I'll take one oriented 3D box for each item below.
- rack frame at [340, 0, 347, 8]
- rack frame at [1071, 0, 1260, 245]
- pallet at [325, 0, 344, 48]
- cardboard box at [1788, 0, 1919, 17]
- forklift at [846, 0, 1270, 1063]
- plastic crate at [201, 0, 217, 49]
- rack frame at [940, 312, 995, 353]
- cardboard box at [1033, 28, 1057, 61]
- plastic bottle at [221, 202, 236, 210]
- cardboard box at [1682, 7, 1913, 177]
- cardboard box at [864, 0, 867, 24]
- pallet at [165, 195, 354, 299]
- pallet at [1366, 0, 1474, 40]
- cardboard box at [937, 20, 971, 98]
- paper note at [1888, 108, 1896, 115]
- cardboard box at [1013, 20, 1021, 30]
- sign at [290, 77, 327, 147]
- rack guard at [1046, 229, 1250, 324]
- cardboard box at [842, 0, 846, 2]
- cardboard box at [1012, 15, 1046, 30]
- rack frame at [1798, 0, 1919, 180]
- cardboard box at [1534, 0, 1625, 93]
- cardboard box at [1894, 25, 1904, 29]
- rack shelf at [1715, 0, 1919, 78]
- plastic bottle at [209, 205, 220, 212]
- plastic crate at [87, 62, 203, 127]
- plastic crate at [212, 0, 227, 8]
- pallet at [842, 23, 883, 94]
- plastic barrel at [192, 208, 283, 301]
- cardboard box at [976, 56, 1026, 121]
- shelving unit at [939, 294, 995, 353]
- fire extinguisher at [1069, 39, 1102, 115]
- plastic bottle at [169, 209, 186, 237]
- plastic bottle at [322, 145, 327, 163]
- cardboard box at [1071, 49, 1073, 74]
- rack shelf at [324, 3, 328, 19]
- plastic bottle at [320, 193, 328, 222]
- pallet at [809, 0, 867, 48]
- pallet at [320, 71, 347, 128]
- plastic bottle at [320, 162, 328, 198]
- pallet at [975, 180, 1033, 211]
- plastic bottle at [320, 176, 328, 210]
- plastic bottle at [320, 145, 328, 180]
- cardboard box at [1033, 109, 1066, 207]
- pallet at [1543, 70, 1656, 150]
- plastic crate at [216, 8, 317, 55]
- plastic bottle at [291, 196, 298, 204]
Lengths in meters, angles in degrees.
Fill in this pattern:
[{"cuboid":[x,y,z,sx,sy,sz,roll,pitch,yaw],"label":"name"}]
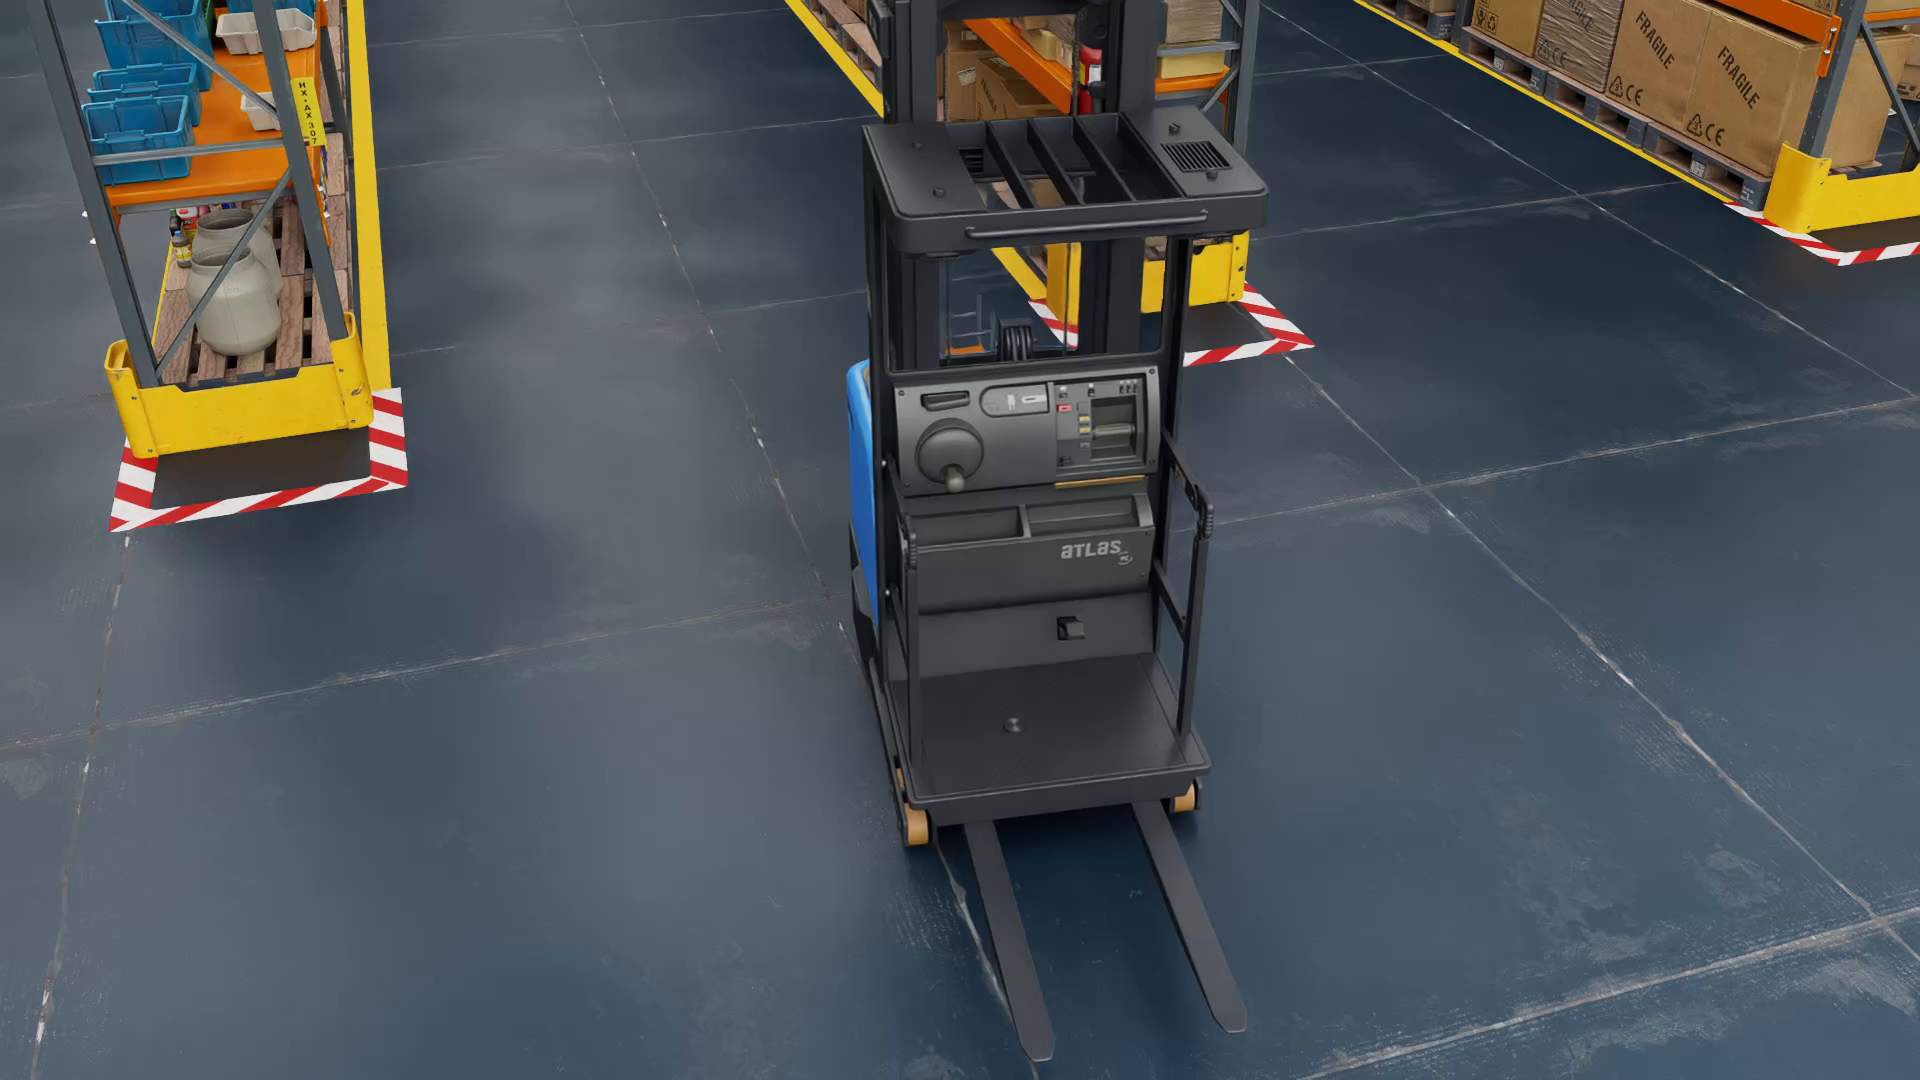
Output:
[{"cuboid":[-6.031,-6.009,14.123,1.000,3.000,0.127,-10,35,-15],"label":"rack frame"},{"cuboid":[1.126,-2.642,9.027,1.000,3.000,0.127,-10,35,-15],"label":"rack frame"},{"cuboid":[-5.832,-4.432,14.266,1.003,0.211,1.213,-10,35,-15],"label":"pallet"},{"cuboid":[5.724,-3.672,10.451,0.875,0.550,0.550,-10,35,-15],"label":"cardboard box"},{"cuboid":[0.279,-0.328,5.587,1.130,2.935,3.031,-6,34,-8],"label":"forklift"},{"cuboid":[-4.666,-3.060,9.853,0.450,0.188,0.662,-10,35,-15],"label":"plastic crate"},{"cuboid":[0.032,-0.445,7.335,0.240,1.200,0.006,-10,35,-15],"label":"rack frame"},{"cuboid":[0.642,-2.906,9.654,0.380,0.149,0.250,-10,35,-15],"label":"cardboard box"},{"cuboid":[-4.639,-2.178,10.397,0.152,0.276,0.135,-10,35,-15],"label":"plastic bottle"},{"cuboid":[5.611,-3.056,11.201,0.875,0.875,0.875,-10,35,-14],"label":"cardboard box"},{"cuboid":[-0.388,-4.462,13.650,0.700,0.500,0.500,-10,35,-15],"label":"cardboard box"},{"cuboid":[-4.270,-1.744,10.198,1.003,0.211,1.213,-10,35,-15],"label":"pallet"},{"cuboid":[4.353,-4.752,14.750,1.003,0.211,1.213,-10,35,-15],"label":"pallet"},{"cuboid":[-0.010,-3.657,12.450,0.500,0.500,0.500,-11,35,-16],"label":"cardboard box"},{"cuboid":[7.032,-3.270,12.673,0.144,0.017,0.142,1,33,2],"label":"paper note"},{"cuboid":[0.543,-3.178,10.066,0.380,0.149,0.250,-10,35,-15],"label":"cardboard box"},{"cuboid":[-3.065,-2.014,7.827,0.100,0.325,0.005,-10,35,-15],"label":"sign"},{"cuboid":[1.103,-1.639,9.776,1.175,0.500,0.348,-10,35,-15],"label":"rack guard"},{"cuboid":[-0.730,-5.049,14.538,0.700,0.500,0.500,-7,34,-11],"label":"cardboard box"},{"cuboid":[0.718,-3.343,9.728,0.875,0.500,0.500,-10,35,-15],"label":"cardboard box"},{"cuboid":[5.881,-3.423,10.209,1.000,3.000,0.127,-10,35,-15],"label":"rack frame"},{"cuboid":[5.064,-3.997,12.624,0.875,0.875,0.875,-10,35,-14],"label":"cardboard box"},{"cuboid":[7.324,-4.309,13.692,0.797,0.637,0.503,-10,35,-15],"label":"cardboard box"},{"cuboid":[5.271,-4.173,11.996,1.077,0.370,4.000,-10,35,-15],"label":"rack shelf"},{"cuboid":[-4.548,-1.956,10.128,0.097,0.201,0.097,0,33,0],"label":"plastic bottle"},{"cuboid":[-4.221,-2.301,8.646,0.499,0.251,0.408,-10,35,-15],"label":"plastic crate"},{"cuboid":[-4.772,-3.587,10.513,0.767,0.338,0.504,-10,35,-15],"label":"plastic crate"},{"cuboid":[-0.333,-3.987,13.592,1.003,0.211,1.213,-10,35,-15],"label":"pallet"},{"cuboid":[-4.017,-1.542,9.238,0.421,0.512,0.421,0,33,0],"label":"plastic barrel"},{"cuboid":[0.436,-3.045,11.524,0.500,0.500,0.500,-13,36,-19],"label":"cardboard box"},{"cuboid":[0.004,-0.493,7.408,0.258,1.200,0.189,-10,35,-15],"label":"shelving unit"},{"cuboid":[0.722,-2.472,8.840,0.296,0.674,0.183,-10,35,-15],"label":"fire extinguisher"},{"cuboid":[-4.621,-1.808,9.830,0.061,0.283,0.133,-9,35,-14],"label":"plastic bottle"},{"cuboid":[-4.340,-2.698,11.115,0.144,0.351,0.185,-11,35,-16],"label":"plastic bottle"},{"cuboid":[0.843,-2.652,9.270,0.380,0.149,0.250,-10,35,-15],"label":"cardboard box"},{"cuboid":[-5.421,-4.659,12.732,1.077,0.370,4.000,-10,35,-15],"label":"rack shelf"},{"cuboid":[-3.982,-2.091,10.269,0.097,0.271,0.097,0,33,0],"label":"plastic bottle"},{"cuboid":[-0.709,-4.629,14.563,1.003,0.211,1.213,-10,35,-15],"label":"pallet"},{"cuboid":[-5.087,-3.151,12.327,1.003,0.211,1.213,-10,35,-15],"label":"pallet"},{"cuboid":[-4.137,-2.310,10.597,0.152,0.276,0.135,-9,35,-14],"label":"plastic bottle"},{"cuboid":[0.520,-2.590,11.478,1.003,0.211,1.213,-10,35,-15],"label":"pallet"},{"cuboid":[-4.044,-2.197,10.430,0.097,0.271,0.097,0,33,0],"label":"plastic bottle"},{"cuboid":[-4.192,-2.490,10.863,0.061,0.283,0.133,-8,34,-12],"label":"plastic bottle"},{"cuboid":[0.737,-2.413,10.567,0.500,0.500,0.500,-1,33,-2],"label":"cardboard box"},{"cuboid":[5.194,-3.305,12.561,1.003,0.211,1.213,-10,35,-15],"label":"pallet"},{"cuboid":[-4.074,-2.989,9.792,0.530,0.136,0.437,-10,35,-15],"label":"plastic crate"},{"cuboid":[-4.238,-2.295,10.567,0.061,0.283,0.133,-10,35,-15],"label":"plastic bottle"}]
